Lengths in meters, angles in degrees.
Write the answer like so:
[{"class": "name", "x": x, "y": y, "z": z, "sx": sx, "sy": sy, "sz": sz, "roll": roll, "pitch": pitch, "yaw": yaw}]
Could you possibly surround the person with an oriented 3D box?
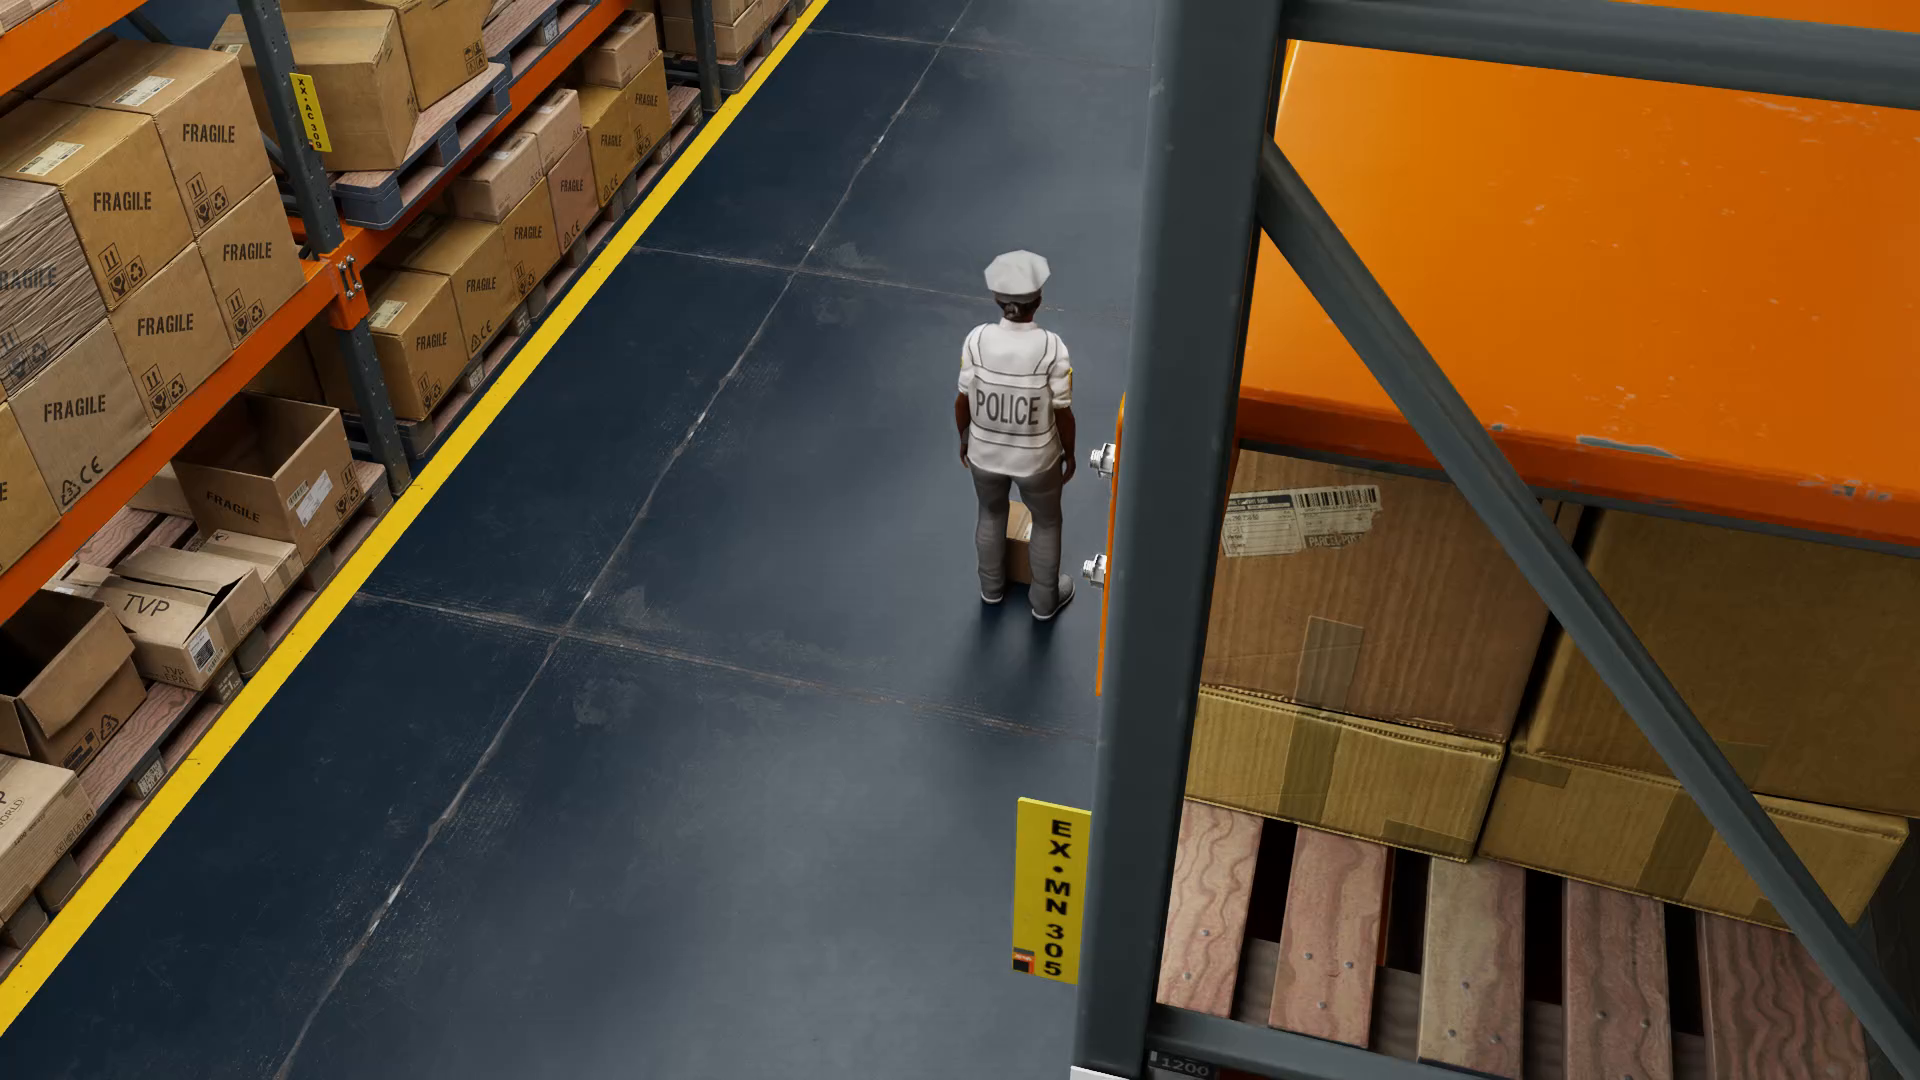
[{"class": "person", "x": 0.241, "y": -0.369, "z": 6.747, "sx": 0.495, "sy": 1.657, "sz": 0.423, "roll": 10, "pitch": 42, "yaw": 11}]
